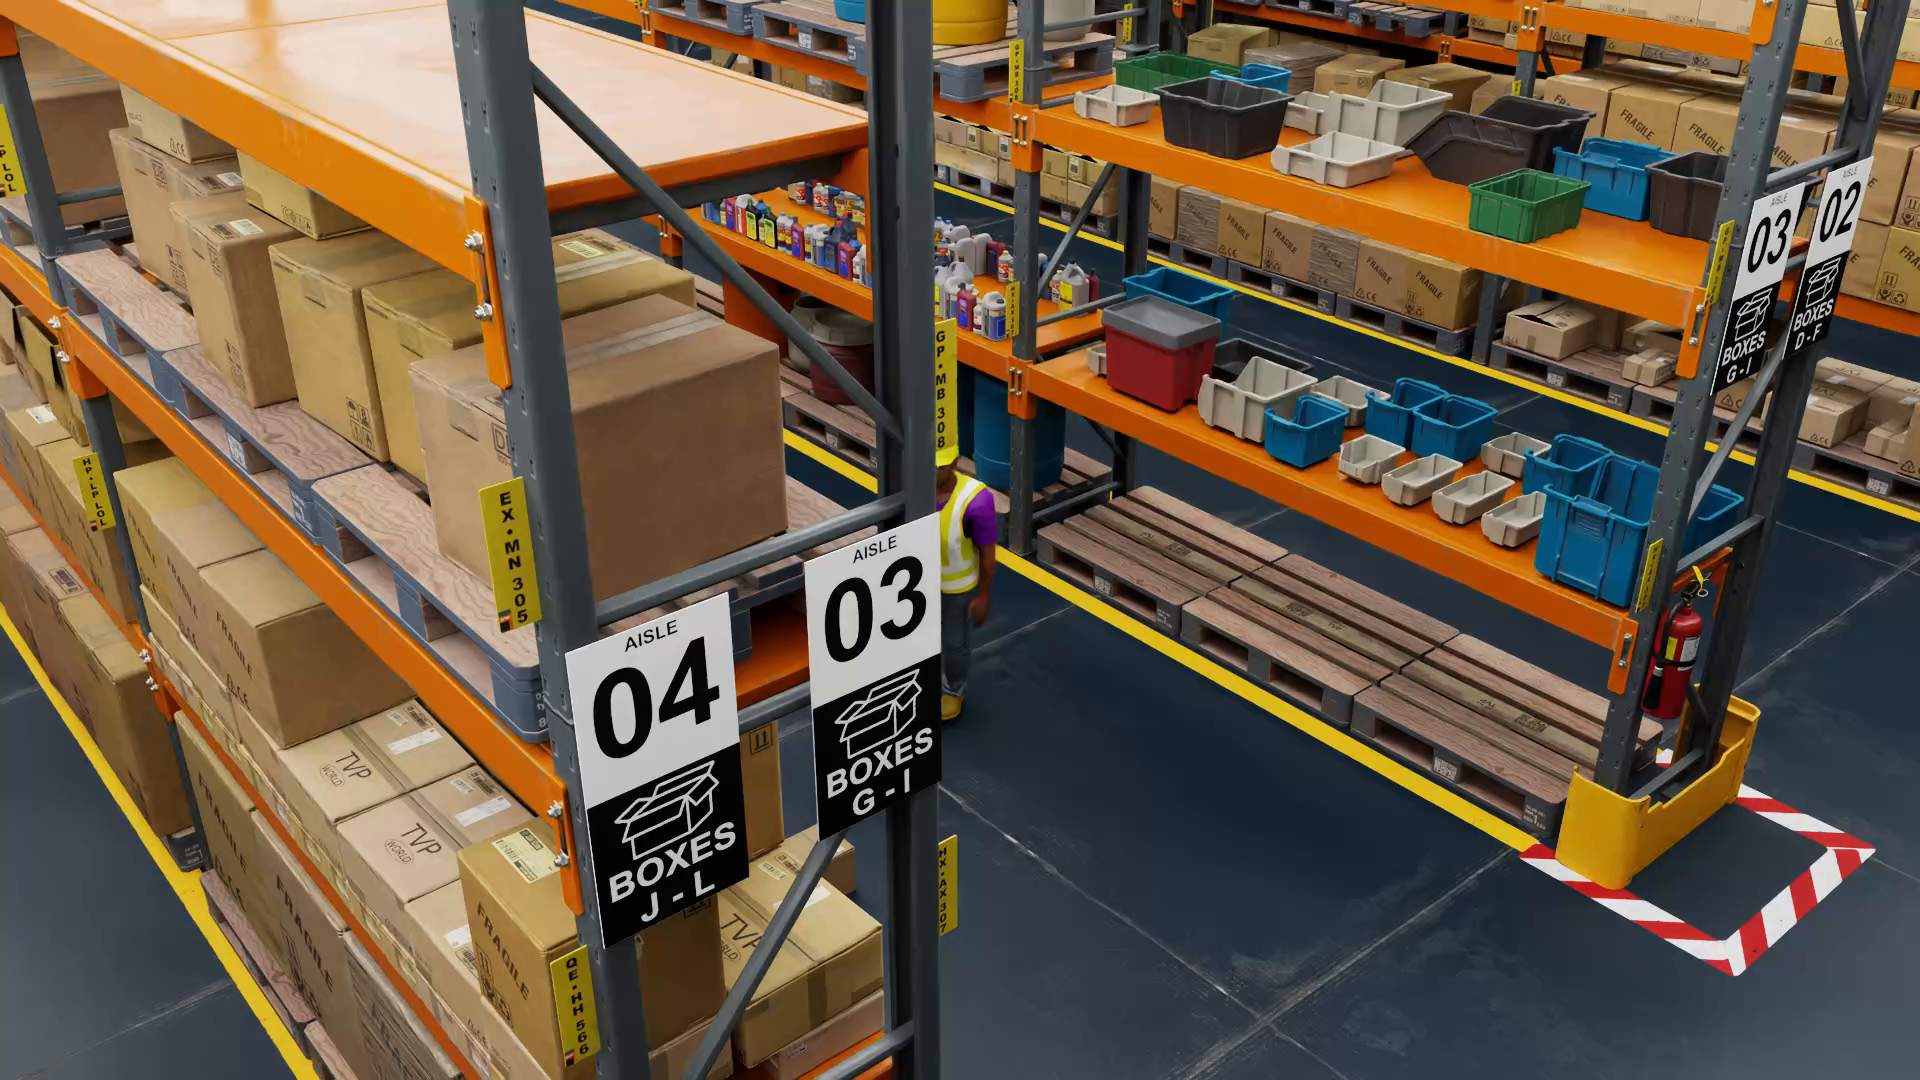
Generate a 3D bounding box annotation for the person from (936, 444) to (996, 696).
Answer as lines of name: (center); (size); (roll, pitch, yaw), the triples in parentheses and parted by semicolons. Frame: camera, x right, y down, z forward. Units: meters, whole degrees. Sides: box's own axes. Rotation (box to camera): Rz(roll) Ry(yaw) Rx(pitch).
person: (-0.094, 0.156, 8.368); (0.602, 1.670, 0.566); (8, 29, 15)
